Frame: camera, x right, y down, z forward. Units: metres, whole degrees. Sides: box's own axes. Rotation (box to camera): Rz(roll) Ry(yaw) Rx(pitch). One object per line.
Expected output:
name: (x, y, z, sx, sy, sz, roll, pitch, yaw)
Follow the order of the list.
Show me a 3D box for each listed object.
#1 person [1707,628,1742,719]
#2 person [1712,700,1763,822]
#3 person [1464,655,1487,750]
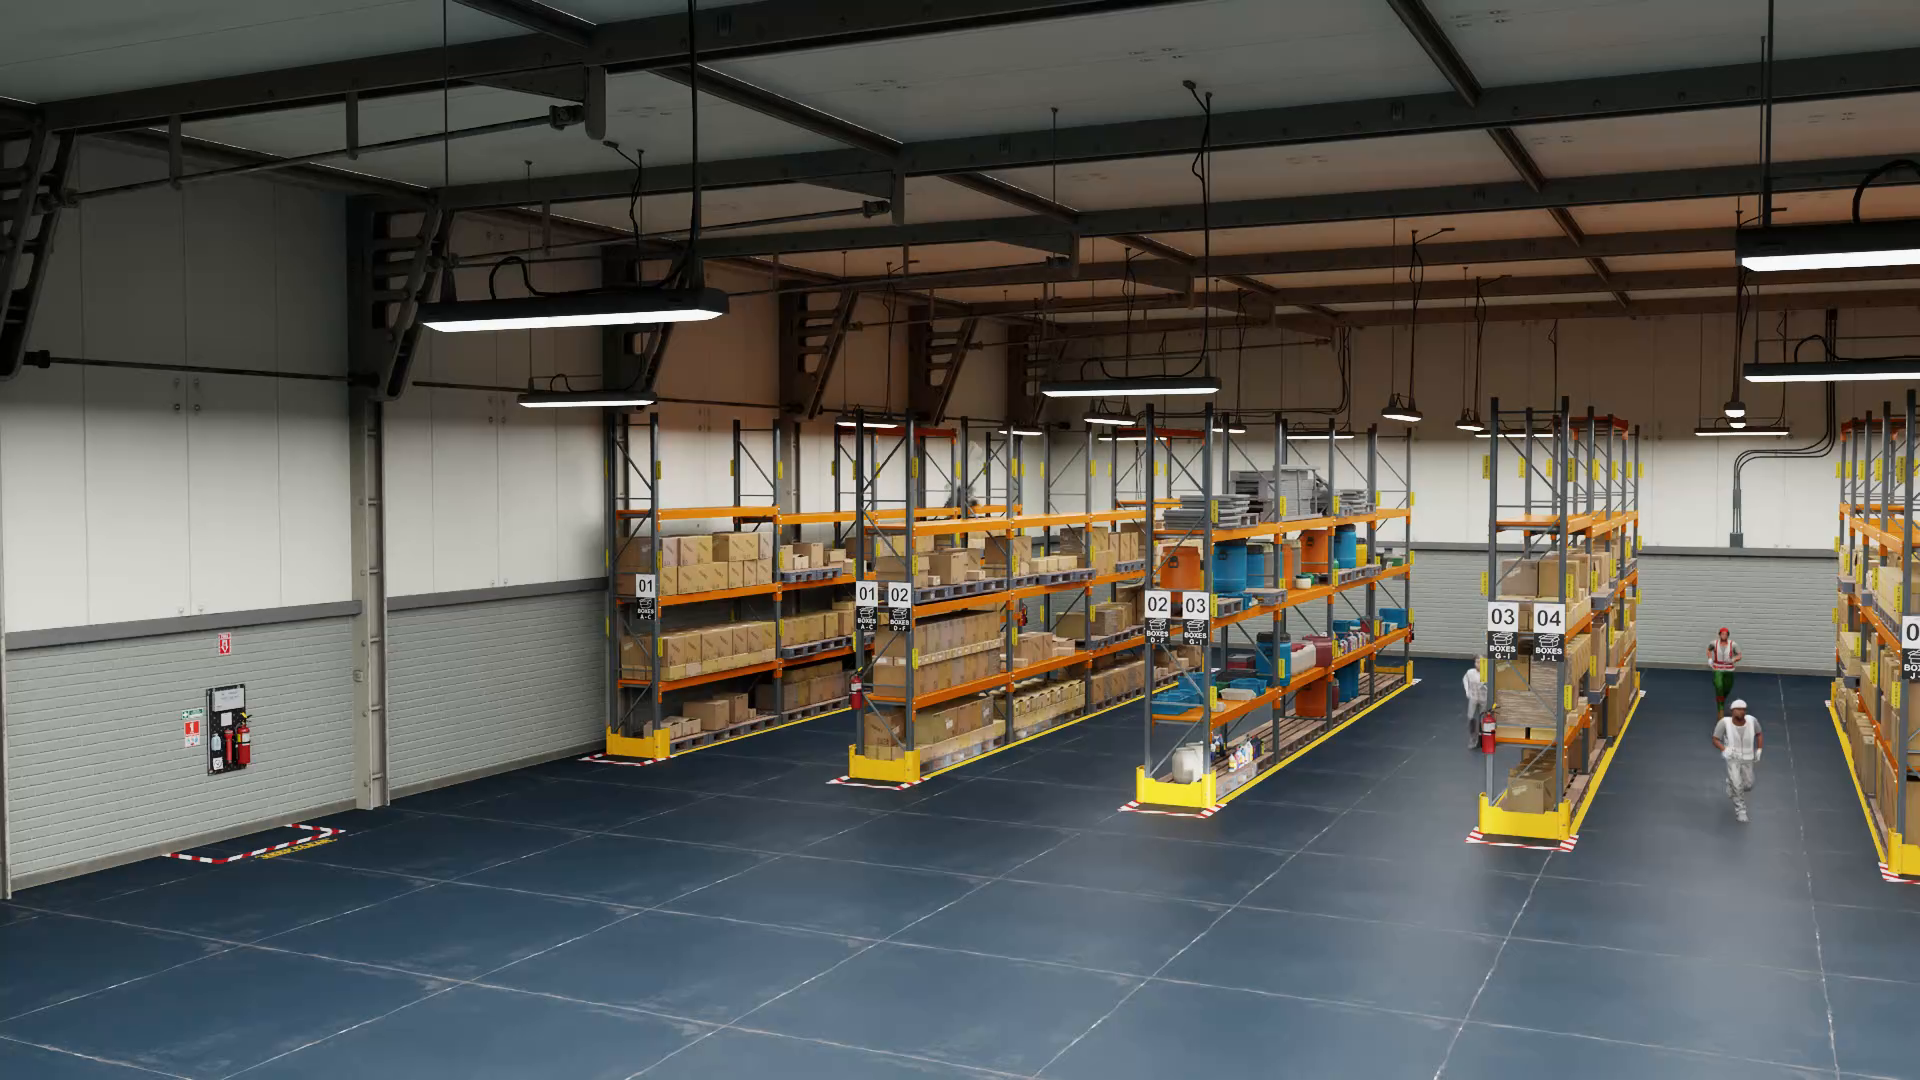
person: (15.611, 2.686, 33.959, 0.606, 1.802, 1.144, 1, 3, 17)
person: (11.186, 3.147, 23.949, 0.718, 1.736, 0.724, 0, 2, 4)
person: (9.358, 2.910, 29.941, 0.594, 1.722, 0.763, 1, 3, 21)
